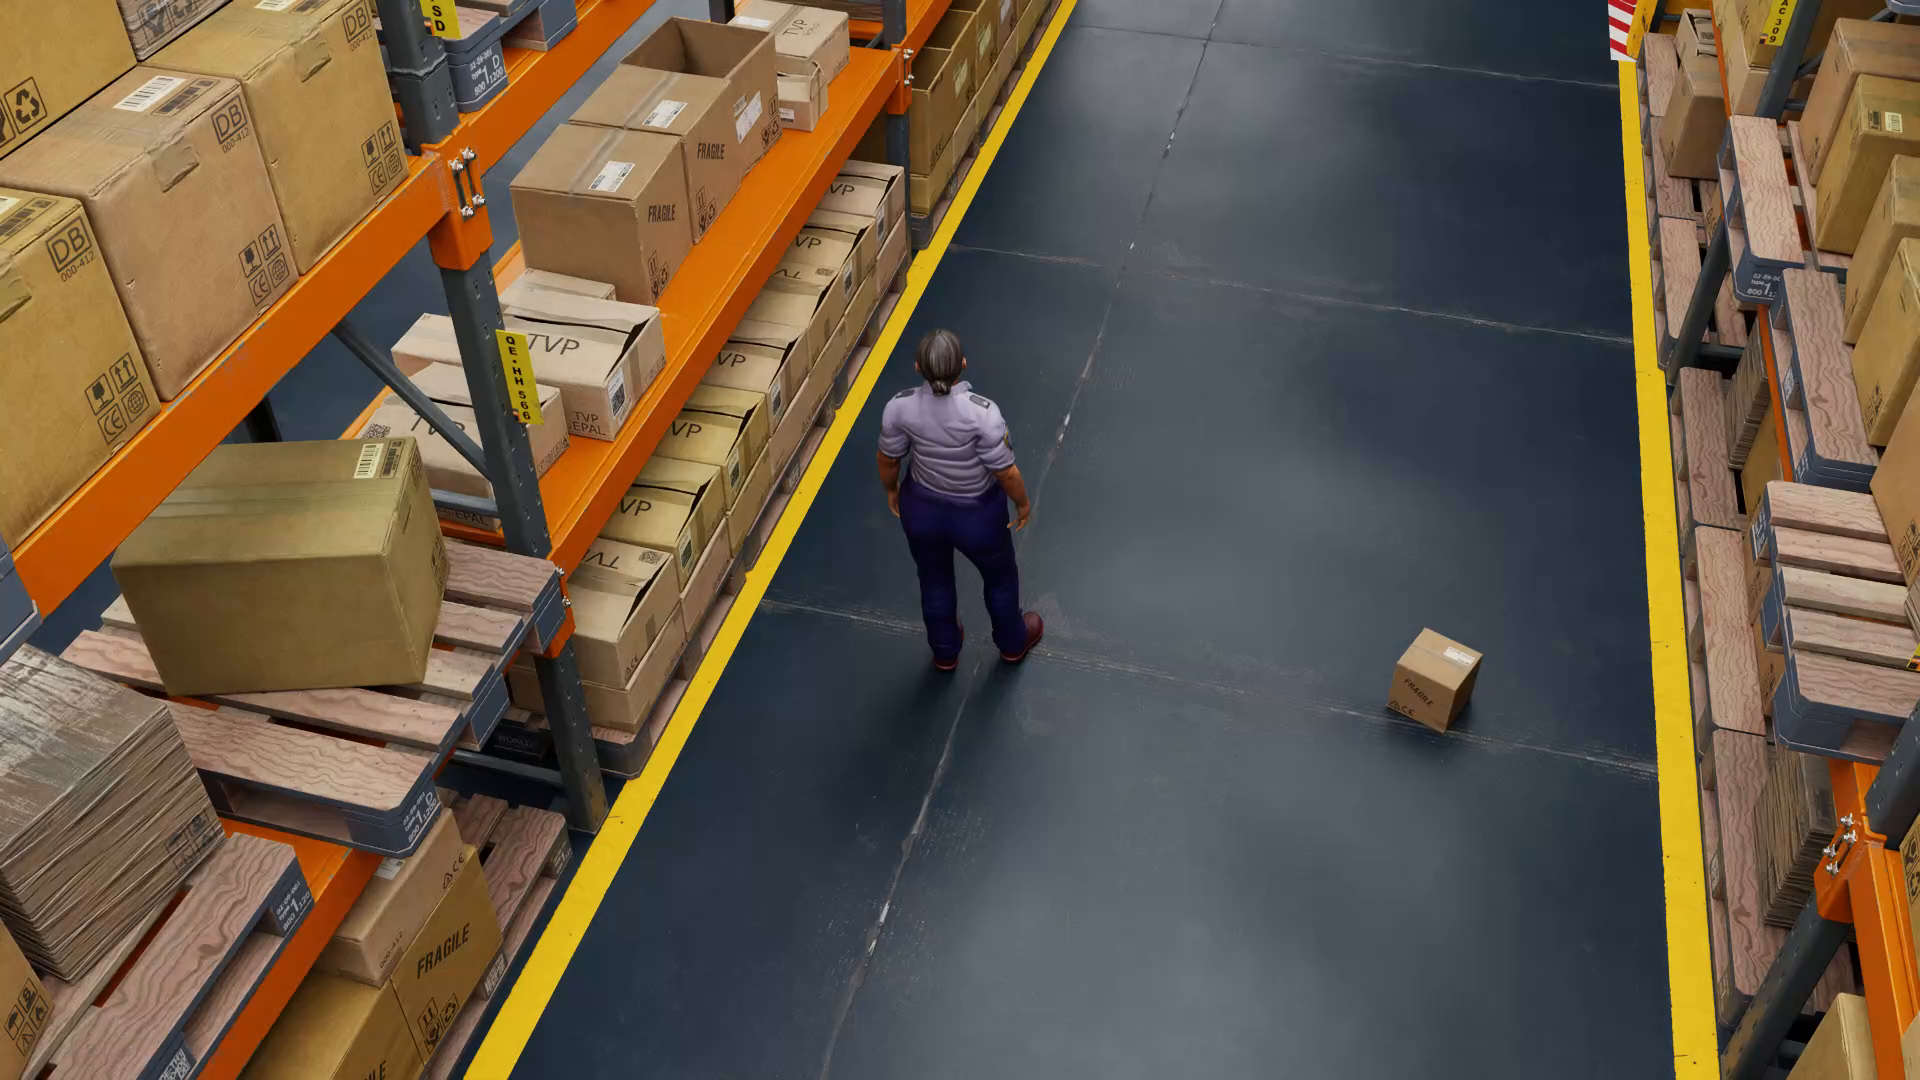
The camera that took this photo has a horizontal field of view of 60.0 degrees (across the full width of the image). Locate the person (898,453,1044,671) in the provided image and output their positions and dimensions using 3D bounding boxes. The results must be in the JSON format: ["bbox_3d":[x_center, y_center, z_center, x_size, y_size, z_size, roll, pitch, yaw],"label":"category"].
[{"bbox_3d":[0.068,0.060,6.557,0.502,1.028,0.461,10,42,11],"label":"person"}]
